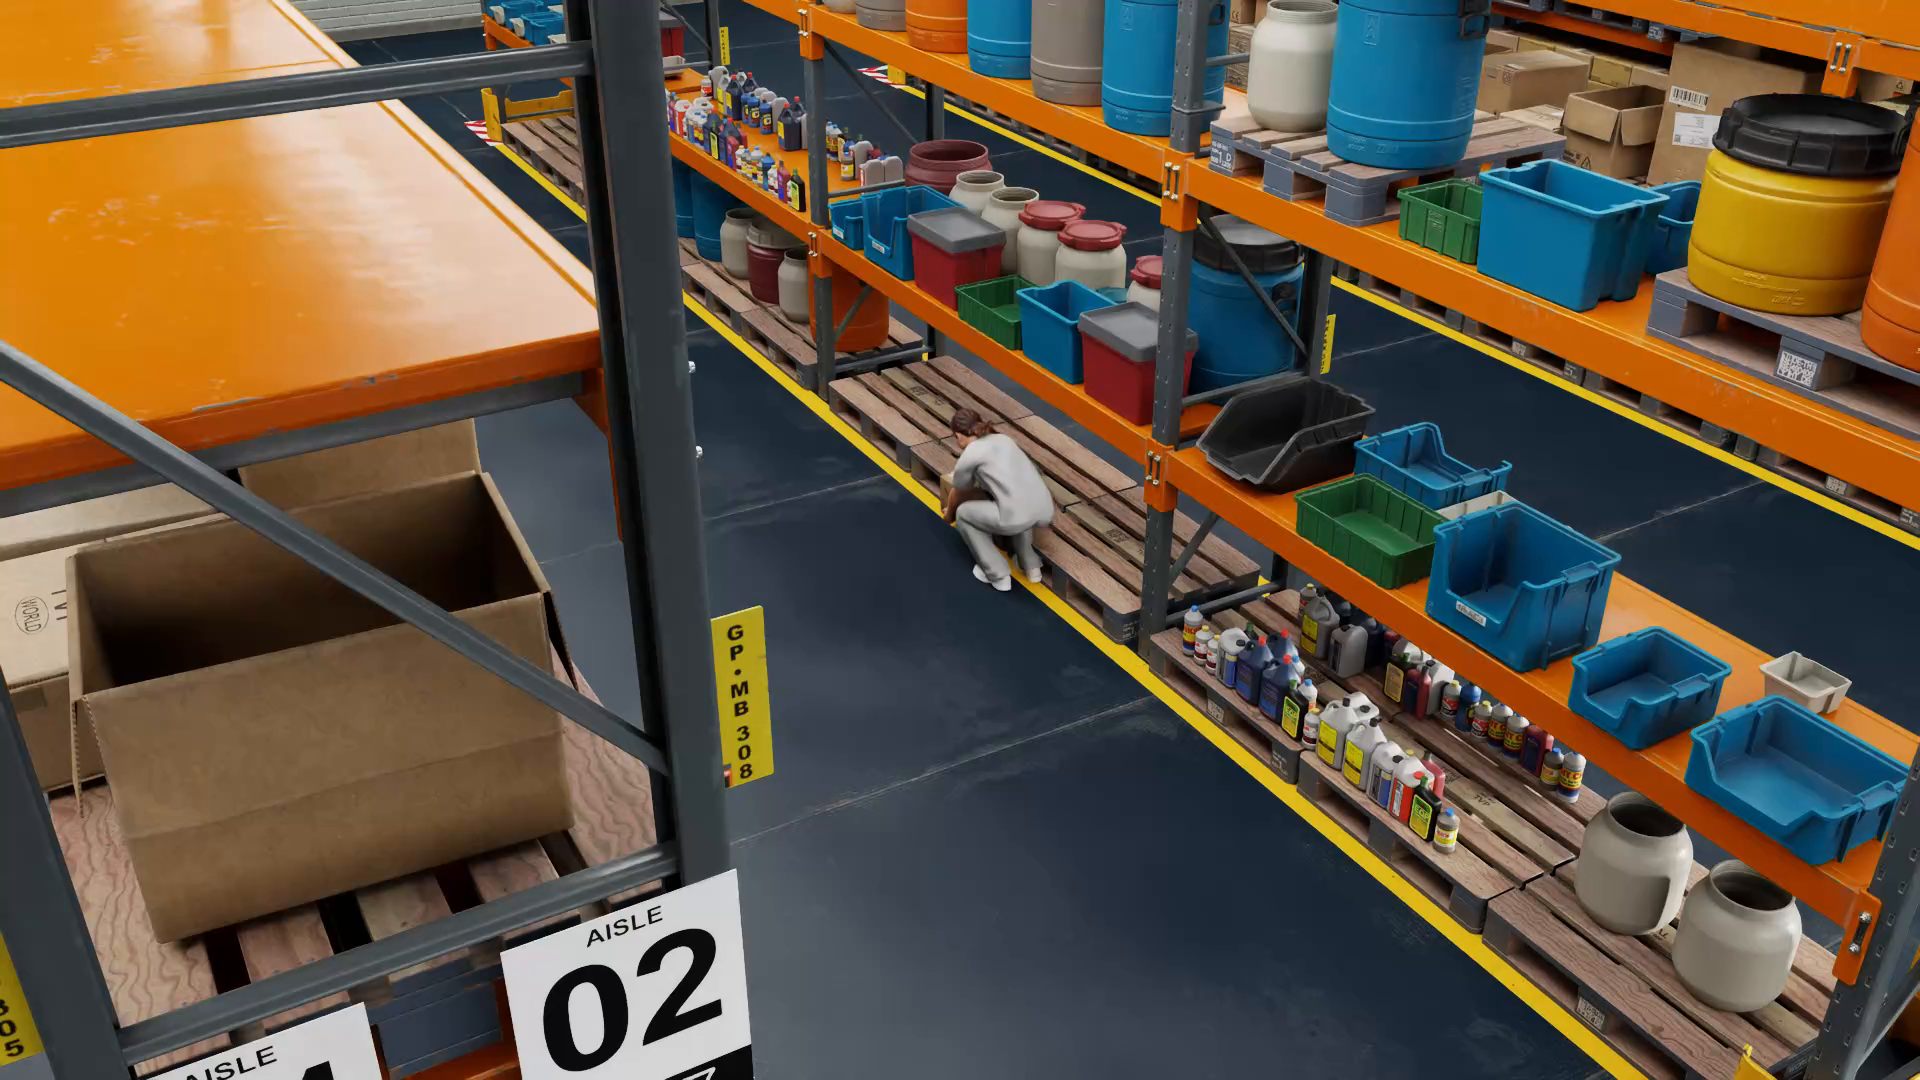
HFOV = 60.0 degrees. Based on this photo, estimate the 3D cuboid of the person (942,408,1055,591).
[{"bbox_3d":[0.215,-0.246,9.761,0.458,0.942,0.829,-17,33,-27],"label":"person"}]
